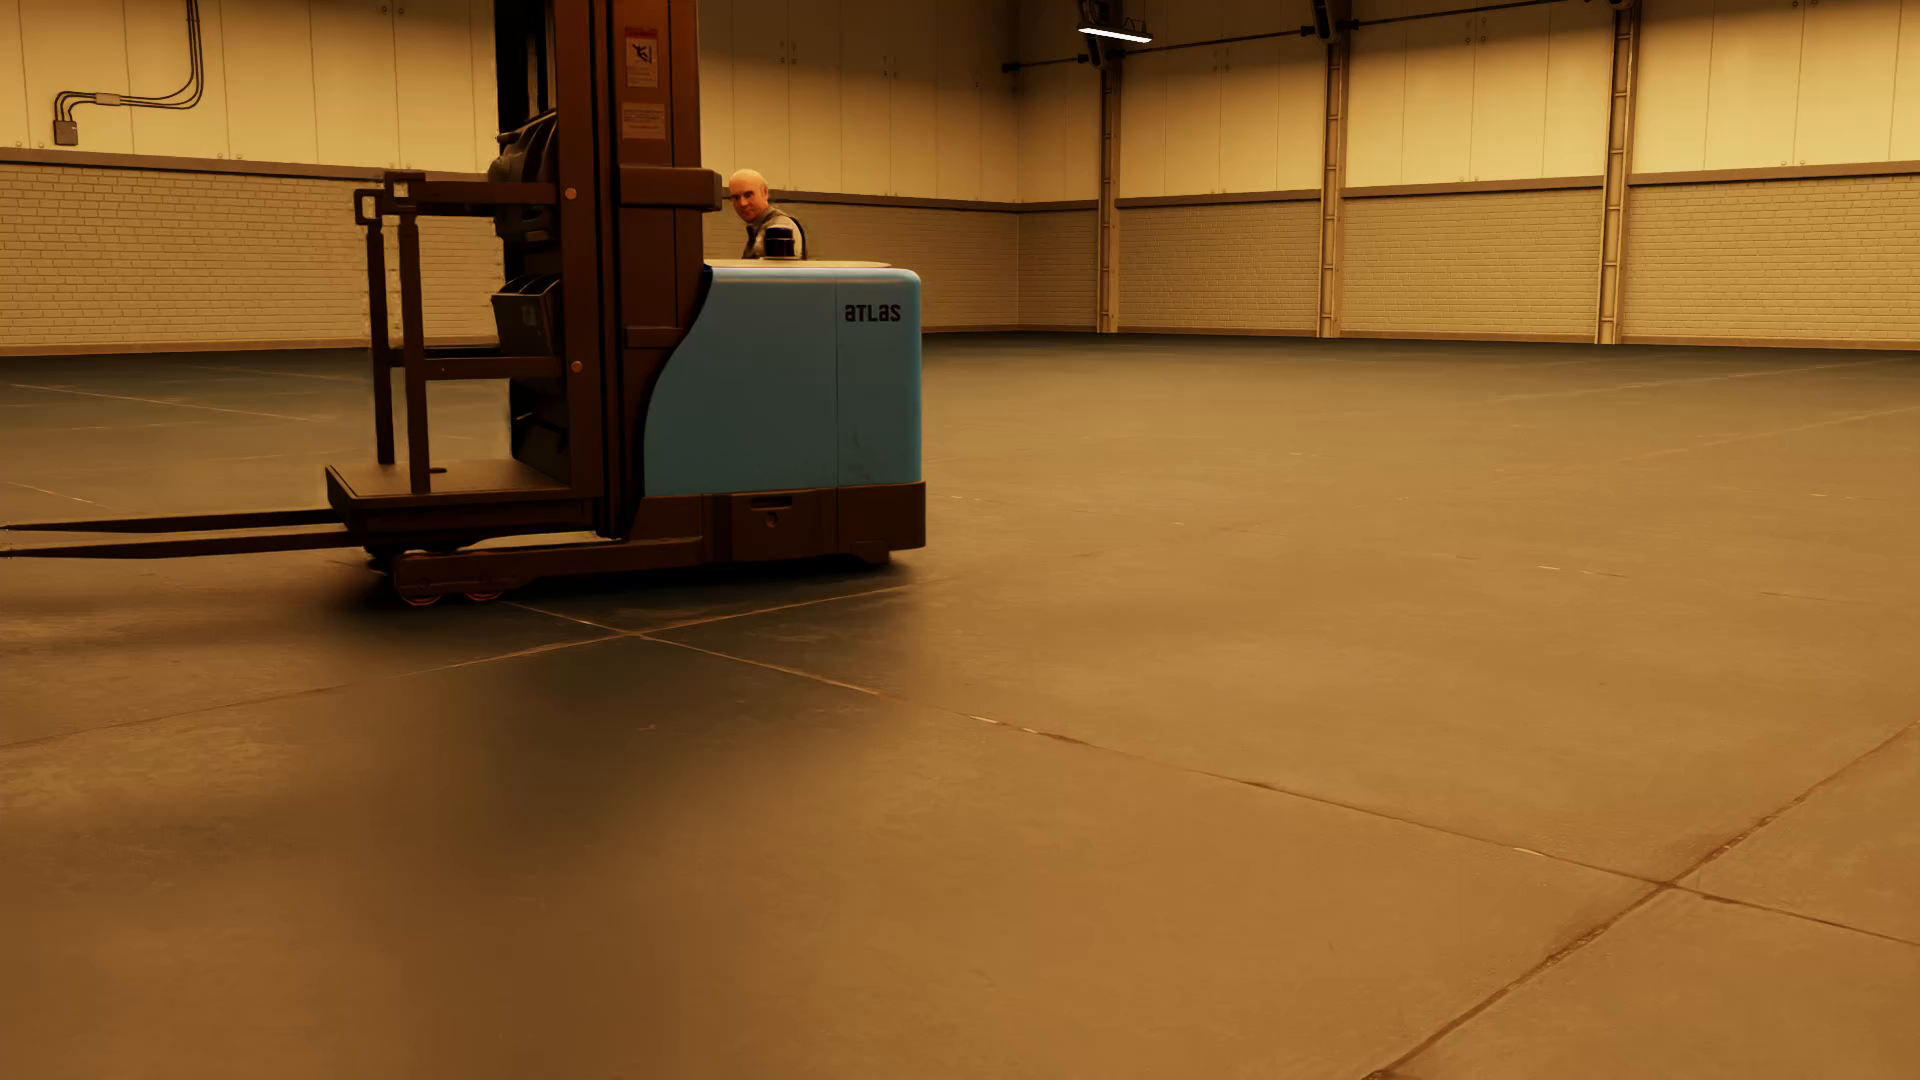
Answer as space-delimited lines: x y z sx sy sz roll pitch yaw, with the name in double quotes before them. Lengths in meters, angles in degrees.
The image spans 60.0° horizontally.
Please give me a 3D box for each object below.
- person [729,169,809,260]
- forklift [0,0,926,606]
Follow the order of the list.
"person" -0.893 -0.924 8.001 0.564 1.679 1.068 -1 9 -7
"forklift" -1.685 -1.327 5.685 3.031 2.935 1.130 -4 9 -25
